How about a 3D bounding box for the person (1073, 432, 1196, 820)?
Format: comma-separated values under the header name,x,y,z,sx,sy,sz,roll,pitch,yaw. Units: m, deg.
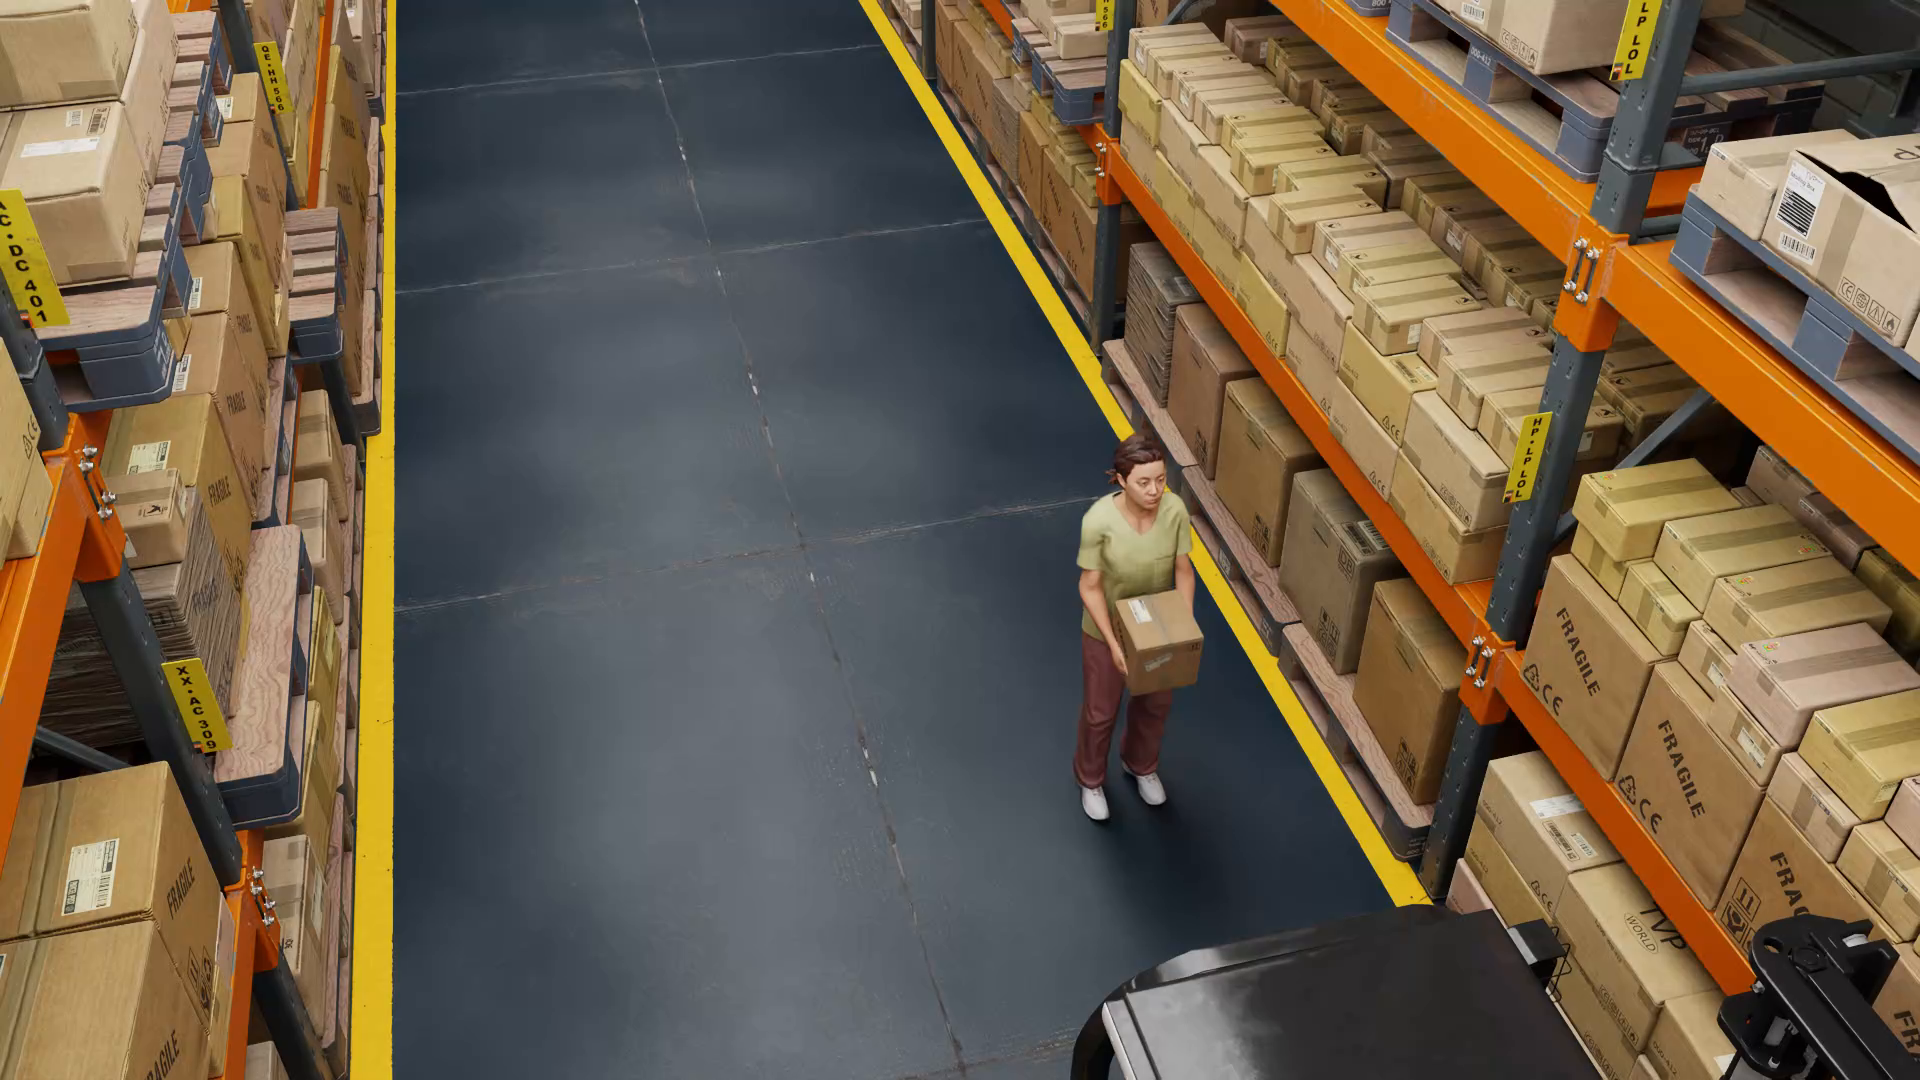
name,x,y,z,sx,sy,sz,roll,pitch,yaw
person,0.660,0.367,6.251,0.452,1.672,0.523,-10,39,-12
